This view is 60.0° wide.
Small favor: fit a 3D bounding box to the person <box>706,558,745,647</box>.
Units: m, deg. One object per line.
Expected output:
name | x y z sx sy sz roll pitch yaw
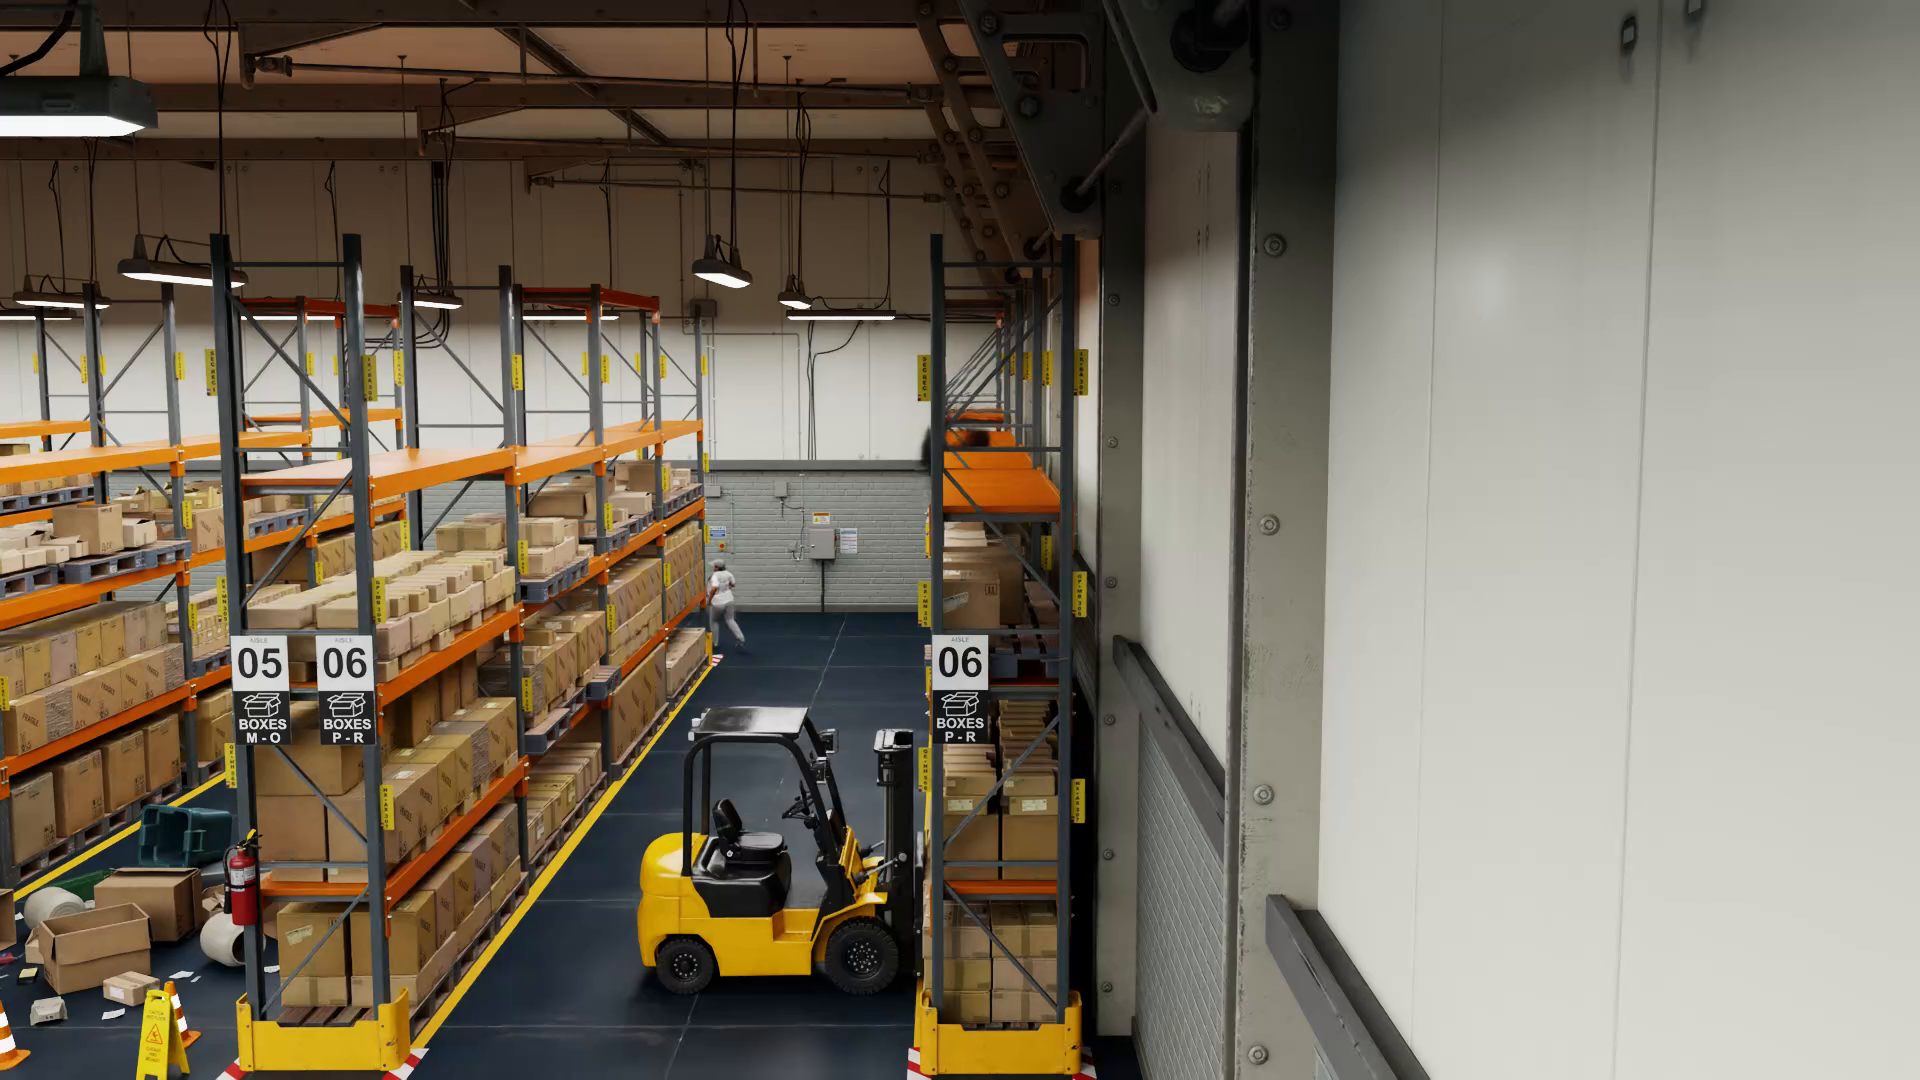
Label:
person | -4.246 1.113 29.184 0.655 1.626 0.916 -6 8 -42
